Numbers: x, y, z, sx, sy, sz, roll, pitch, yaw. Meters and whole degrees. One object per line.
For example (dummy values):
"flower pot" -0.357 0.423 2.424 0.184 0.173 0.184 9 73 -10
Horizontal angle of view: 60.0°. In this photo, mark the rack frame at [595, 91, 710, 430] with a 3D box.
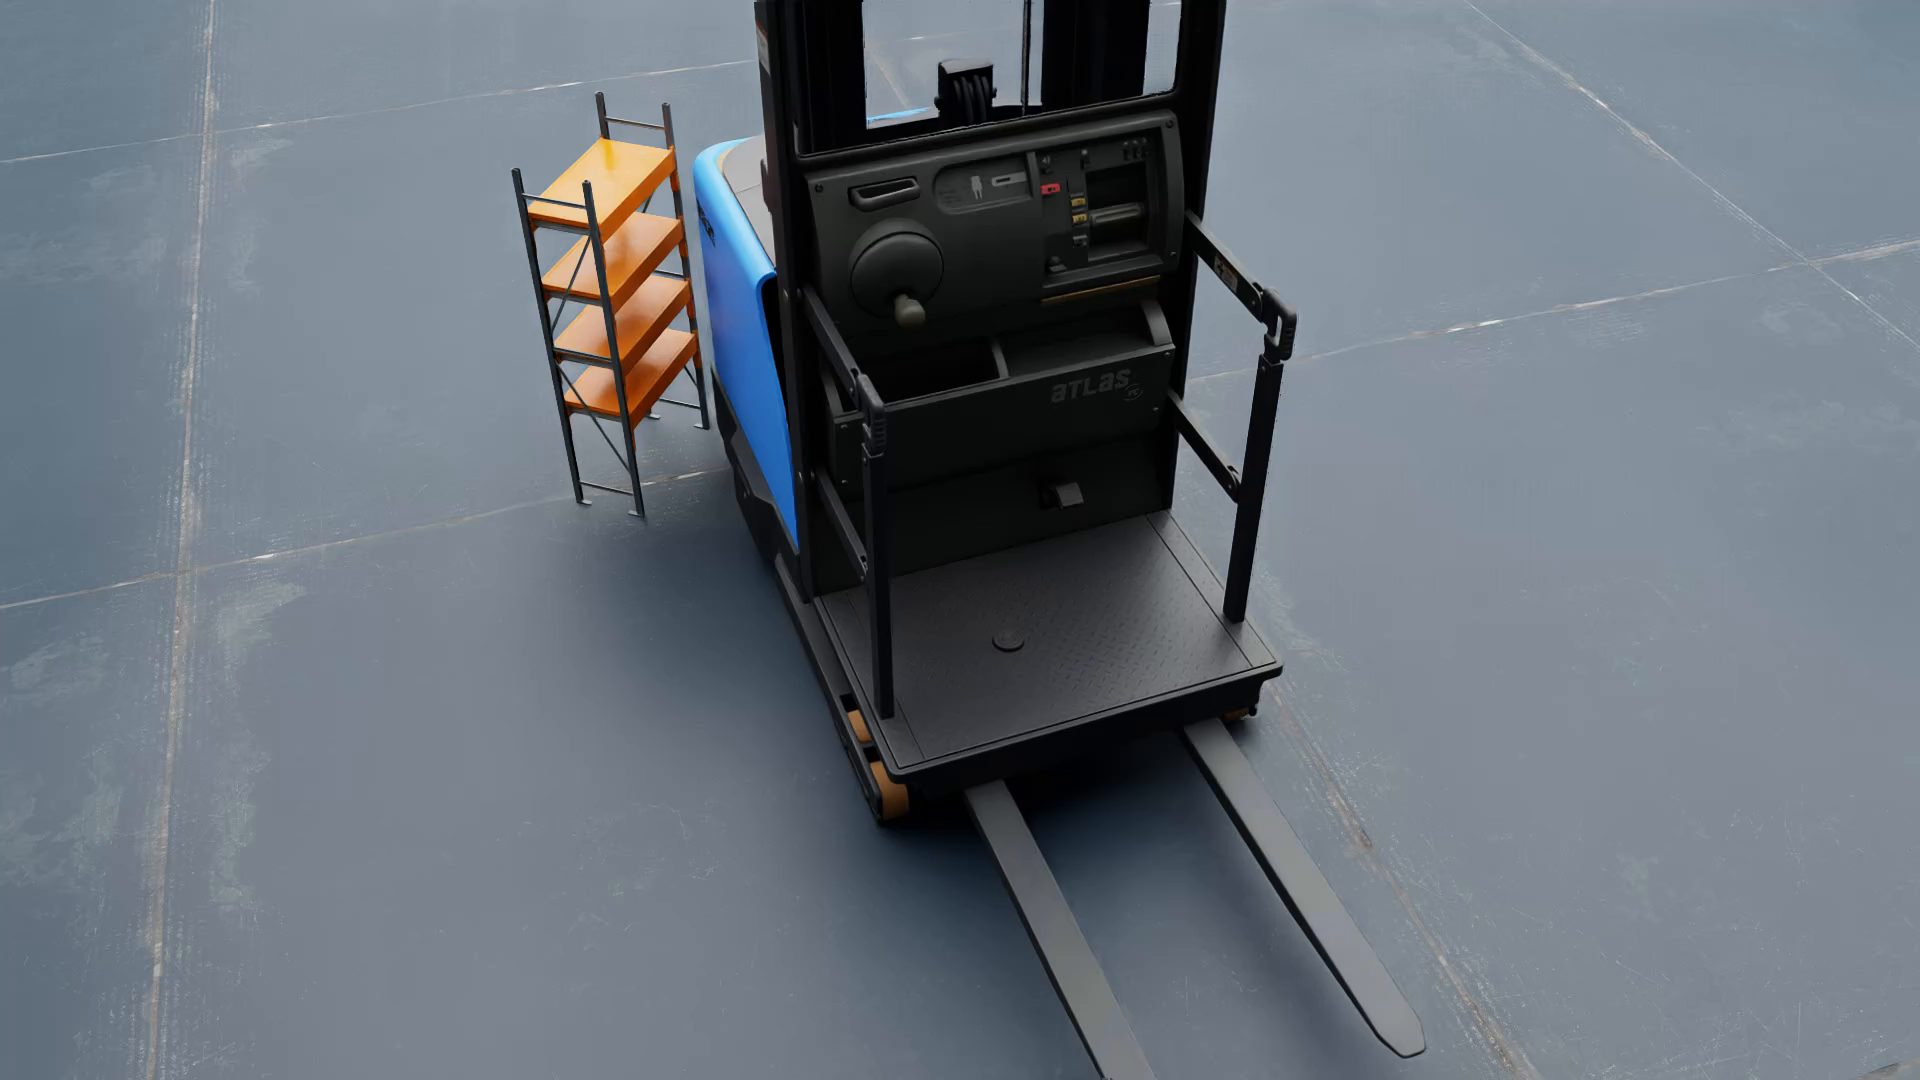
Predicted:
"rack frame" -0.971 -0.857 5.319 0.240 1.200 0.015 13 43 14

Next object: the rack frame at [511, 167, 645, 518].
"rack frame" -1.127 -0.553 4.971 0.240 1.200 0.015 13 43 14

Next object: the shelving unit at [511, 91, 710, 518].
"shelving unit" -1.049 -0.705 5.145 0.258 1.200 0.503 13 43 14

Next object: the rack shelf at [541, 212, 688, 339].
"rack shelf" -1.049 -0.823 5.042 0.258 0.148 0.480 13 43 14

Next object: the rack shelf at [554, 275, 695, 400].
"rack shelf" -1.049 -0.654 5.189 0.258 0.148 0.480 13 43 14

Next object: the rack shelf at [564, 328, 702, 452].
"rack shelf" -1.049 -0.505 5.320 0.258 0.148 0.480 13 43 14

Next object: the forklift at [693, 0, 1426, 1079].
"forklift" 0.177 -0.677 3.797 1.130 2.935 3.031 -14 43 -15

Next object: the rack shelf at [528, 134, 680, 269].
"rack shelf" -1.049 -1.001 4.886 0.258 0.148 0.480 13 43 14
